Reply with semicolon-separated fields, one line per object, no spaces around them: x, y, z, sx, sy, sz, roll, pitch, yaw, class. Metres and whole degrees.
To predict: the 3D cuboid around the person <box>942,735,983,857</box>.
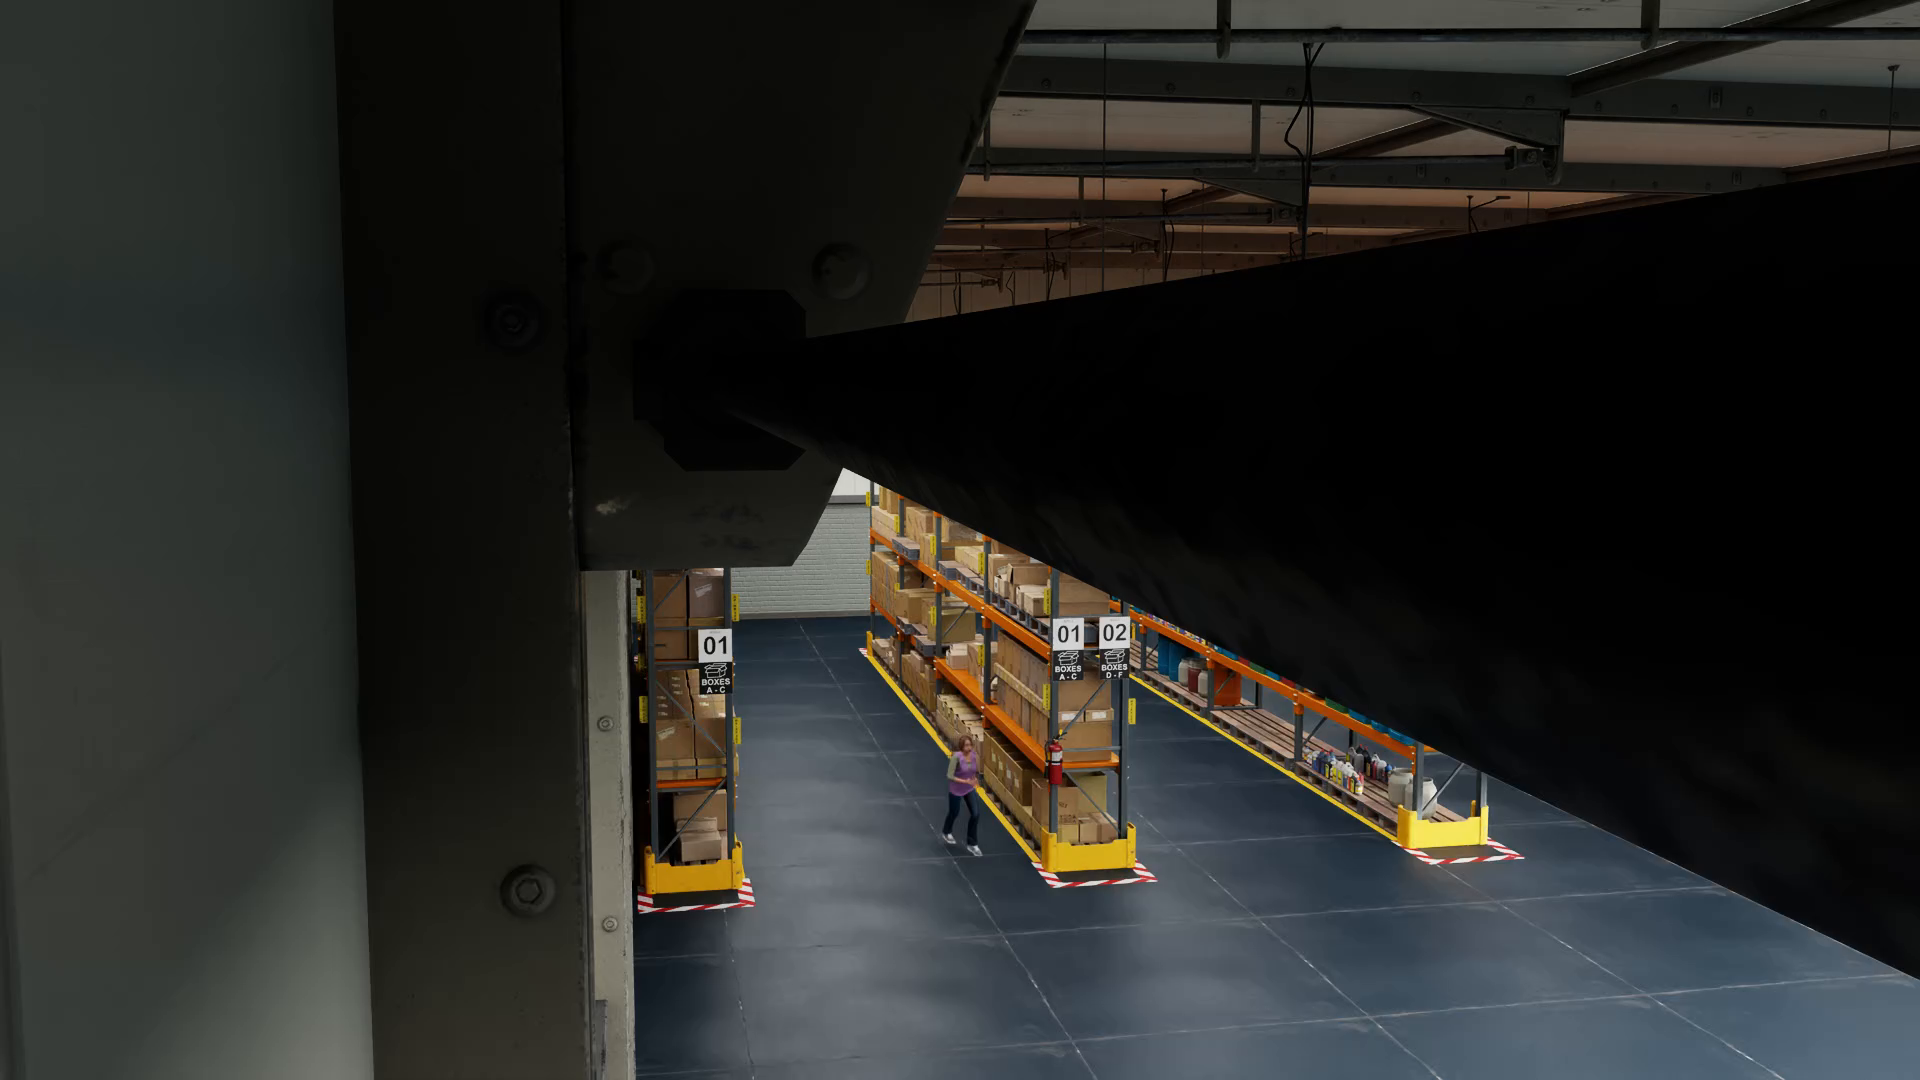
0.013;3.282;21.642;0.547;1.571;0.893;-3;7;-28;person
